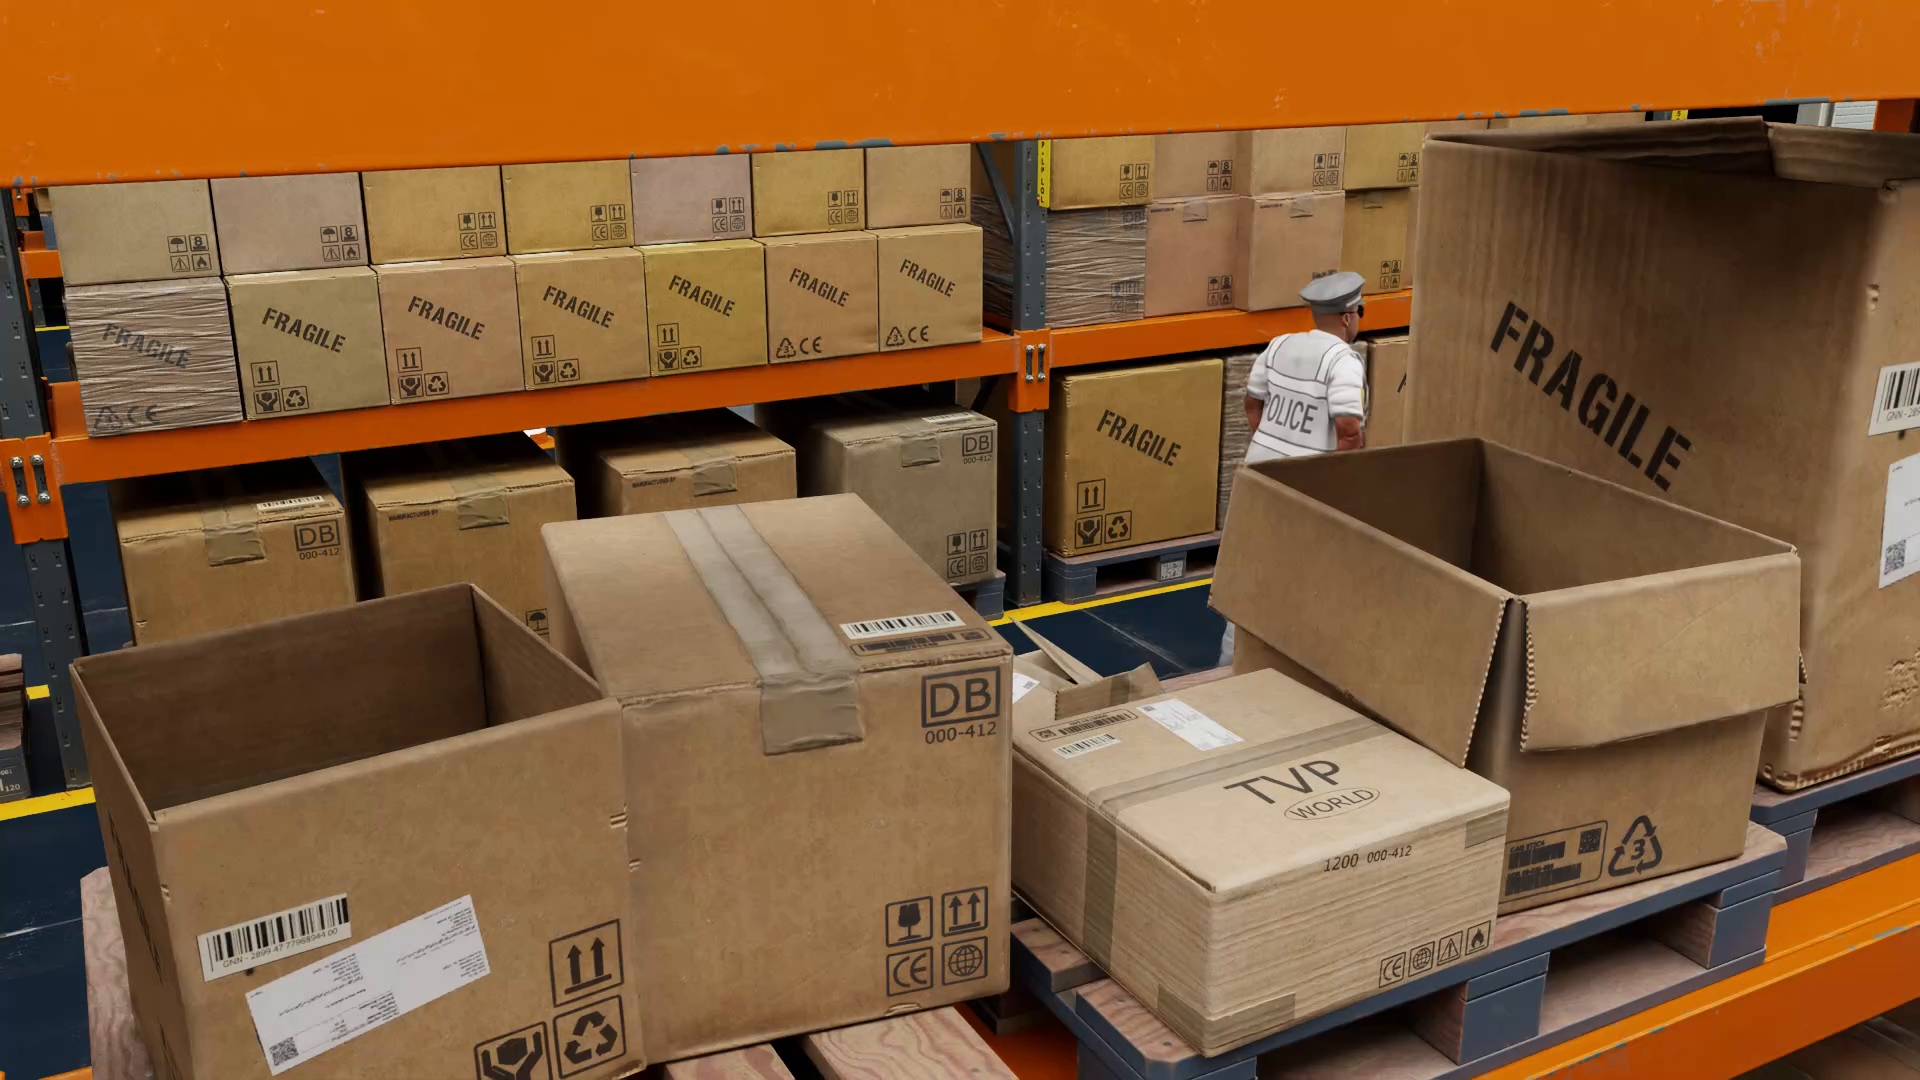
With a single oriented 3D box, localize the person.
[{"bbox_3d":[1.372,-0.213,6.744,0.546,1.707,0.682,-11,21,-30],"label":"person"}]
